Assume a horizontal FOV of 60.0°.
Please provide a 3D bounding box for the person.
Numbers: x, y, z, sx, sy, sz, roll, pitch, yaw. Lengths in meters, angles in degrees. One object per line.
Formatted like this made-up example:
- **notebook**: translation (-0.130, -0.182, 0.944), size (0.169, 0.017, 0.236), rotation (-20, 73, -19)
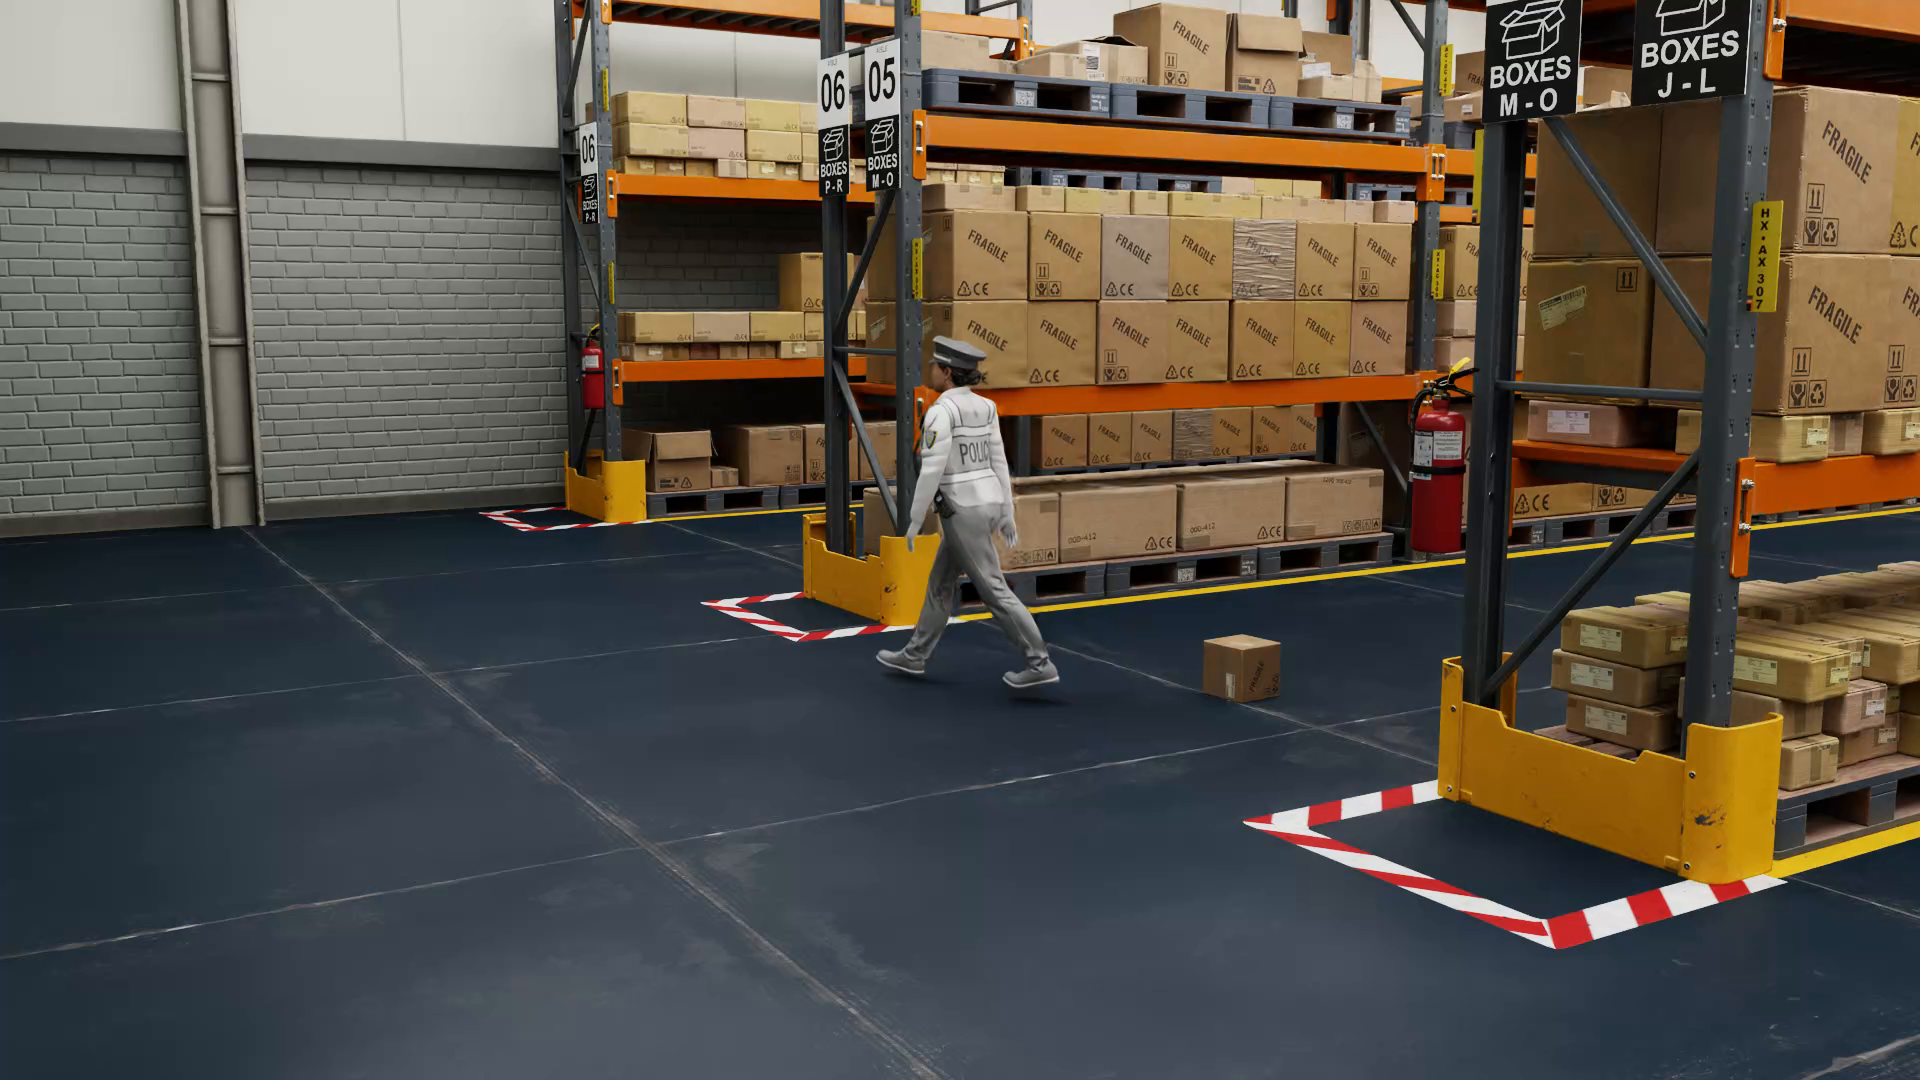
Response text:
- **person**: translation (-0.007, -0.128, 7.660), size (1.023, 1.618, 0.509), rotation (4, 9, 28)
